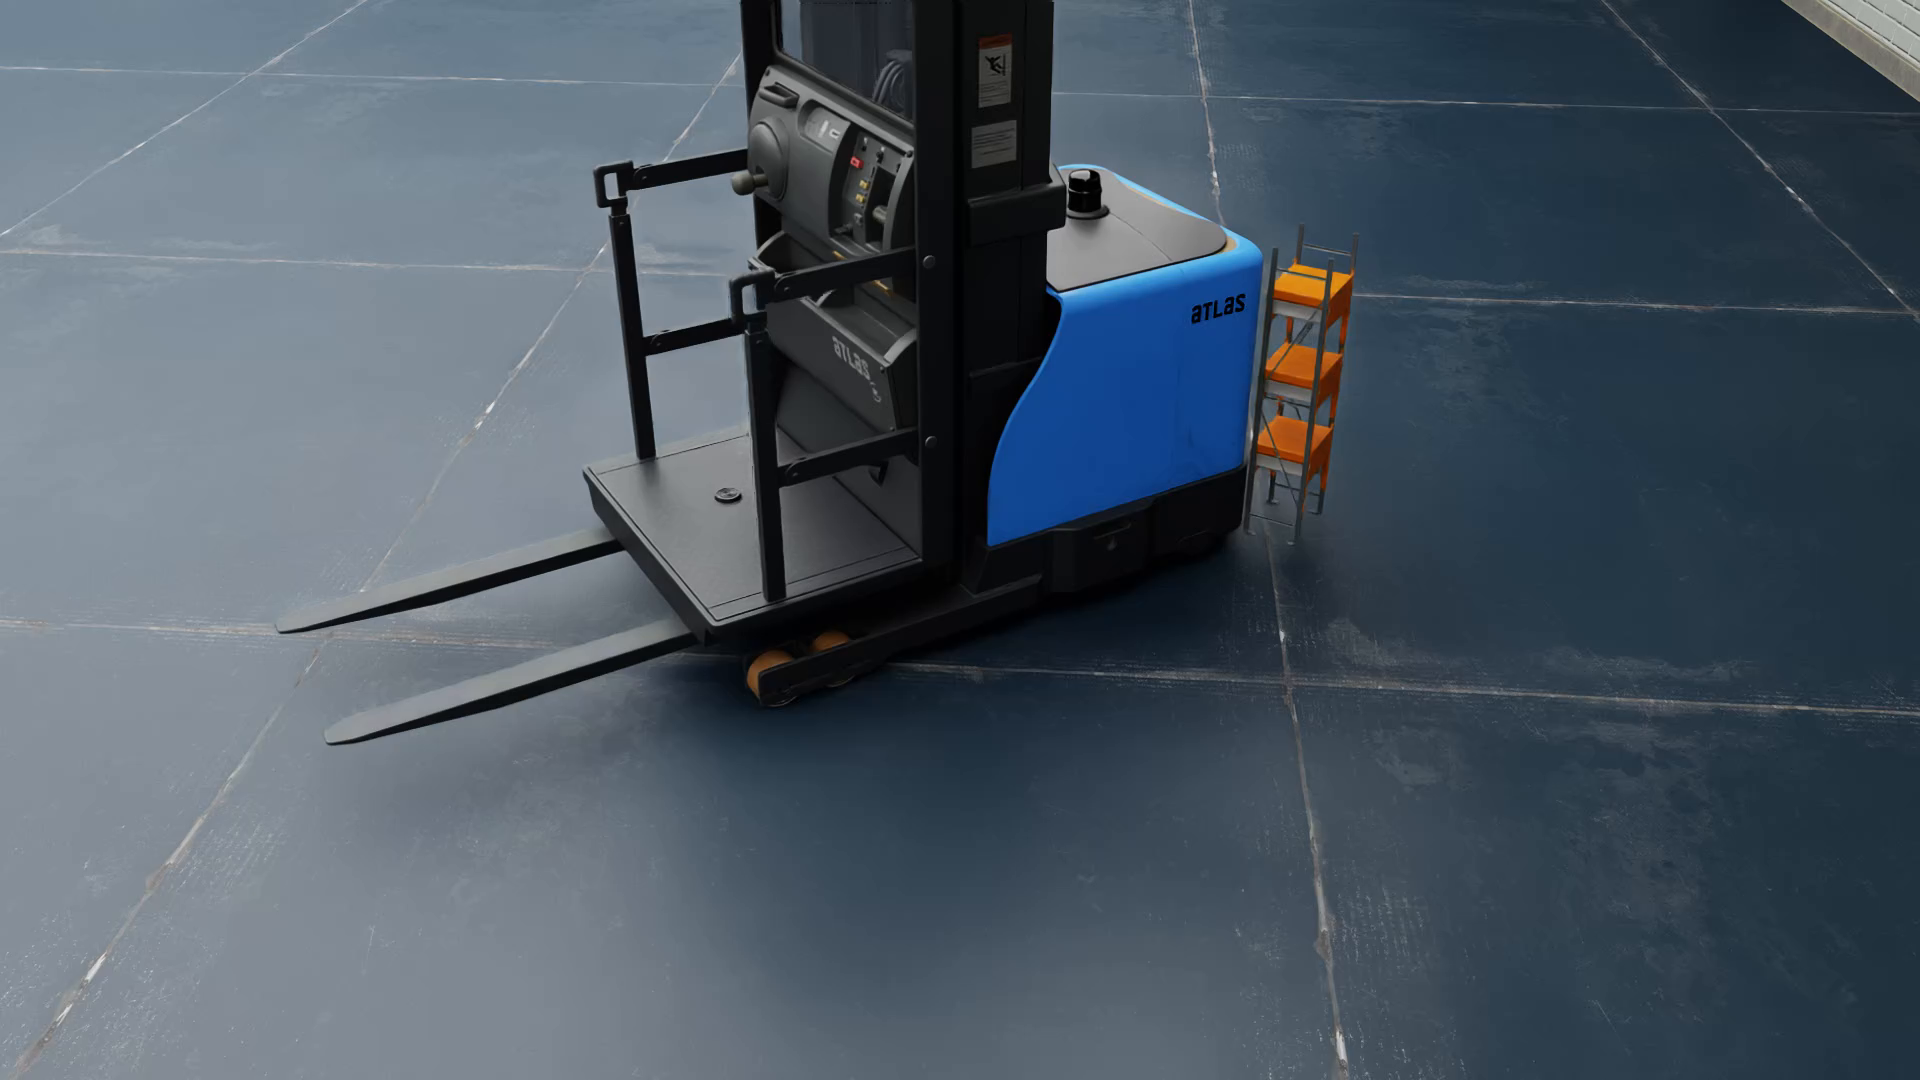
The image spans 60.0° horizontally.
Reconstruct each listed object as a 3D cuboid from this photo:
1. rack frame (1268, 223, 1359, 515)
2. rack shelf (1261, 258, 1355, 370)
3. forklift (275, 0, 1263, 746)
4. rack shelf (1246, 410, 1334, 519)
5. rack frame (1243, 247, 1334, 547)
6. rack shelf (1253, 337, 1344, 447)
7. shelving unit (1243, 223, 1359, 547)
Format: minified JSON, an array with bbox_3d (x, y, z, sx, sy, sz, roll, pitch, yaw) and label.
[{"bbox_3d":[1.196,-0.563,5.662,0.200,1.050,0.008,17,35,25],"label":"rack frame"},{"bbox_3d":[1.136,-0.740,5.429,0.215,0.259,0.240,17,35,25],"label":"rack shelf"},{"bbox_3d":[-0.561,-1.069,4.692,3.031,2.935,1.130,-17,36,-26],"label":"forklift"},{"bbox_3d":[1.135,-0.261,5.723,0.215,0.259,0.240,17,35,25],"label":"rack shelf"},{"bbox_3d":[1.075,-0.452,5.482,0.200,1.050,0.008,17,35,25],"label":"rack frame"},{"bbox_3d":[1.135,-0.498,5.577,0.215,0.259,0.240,17,35,25],"label":"rack shelf"},{"bbox_3d":[1.135,-0.507,5.572,0.215,1.050,0.252,17,35,25],"label":"shelving unit"}]
